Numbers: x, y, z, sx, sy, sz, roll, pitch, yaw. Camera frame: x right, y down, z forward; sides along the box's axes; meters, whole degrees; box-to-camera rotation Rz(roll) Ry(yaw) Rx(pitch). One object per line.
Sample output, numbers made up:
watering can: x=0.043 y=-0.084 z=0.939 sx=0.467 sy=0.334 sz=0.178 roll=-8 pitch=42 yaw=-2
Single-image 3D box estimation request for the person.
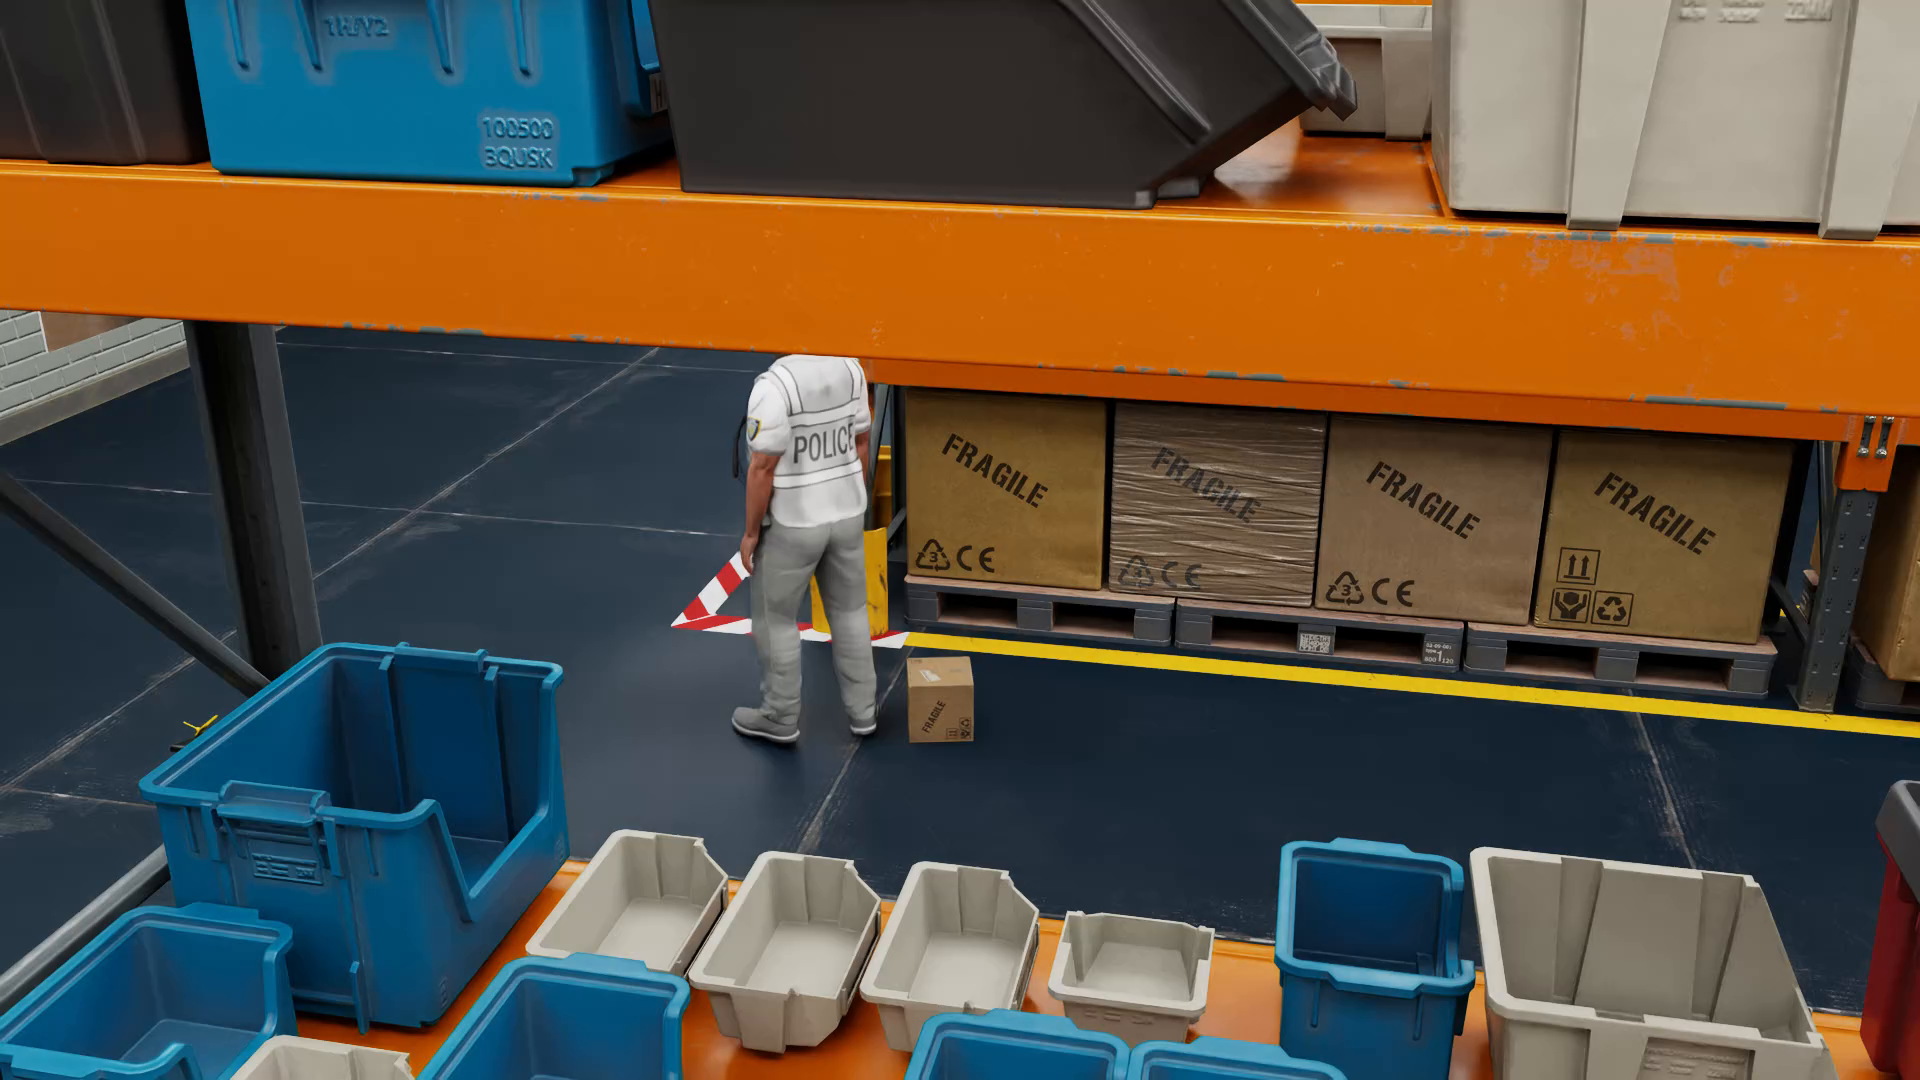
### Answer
person: x=-0.583 y=-0.087 z=6.238 sx=0.585 sy=1.753 sz=0.480 roll=-18 pitch=27 yaw=-38
